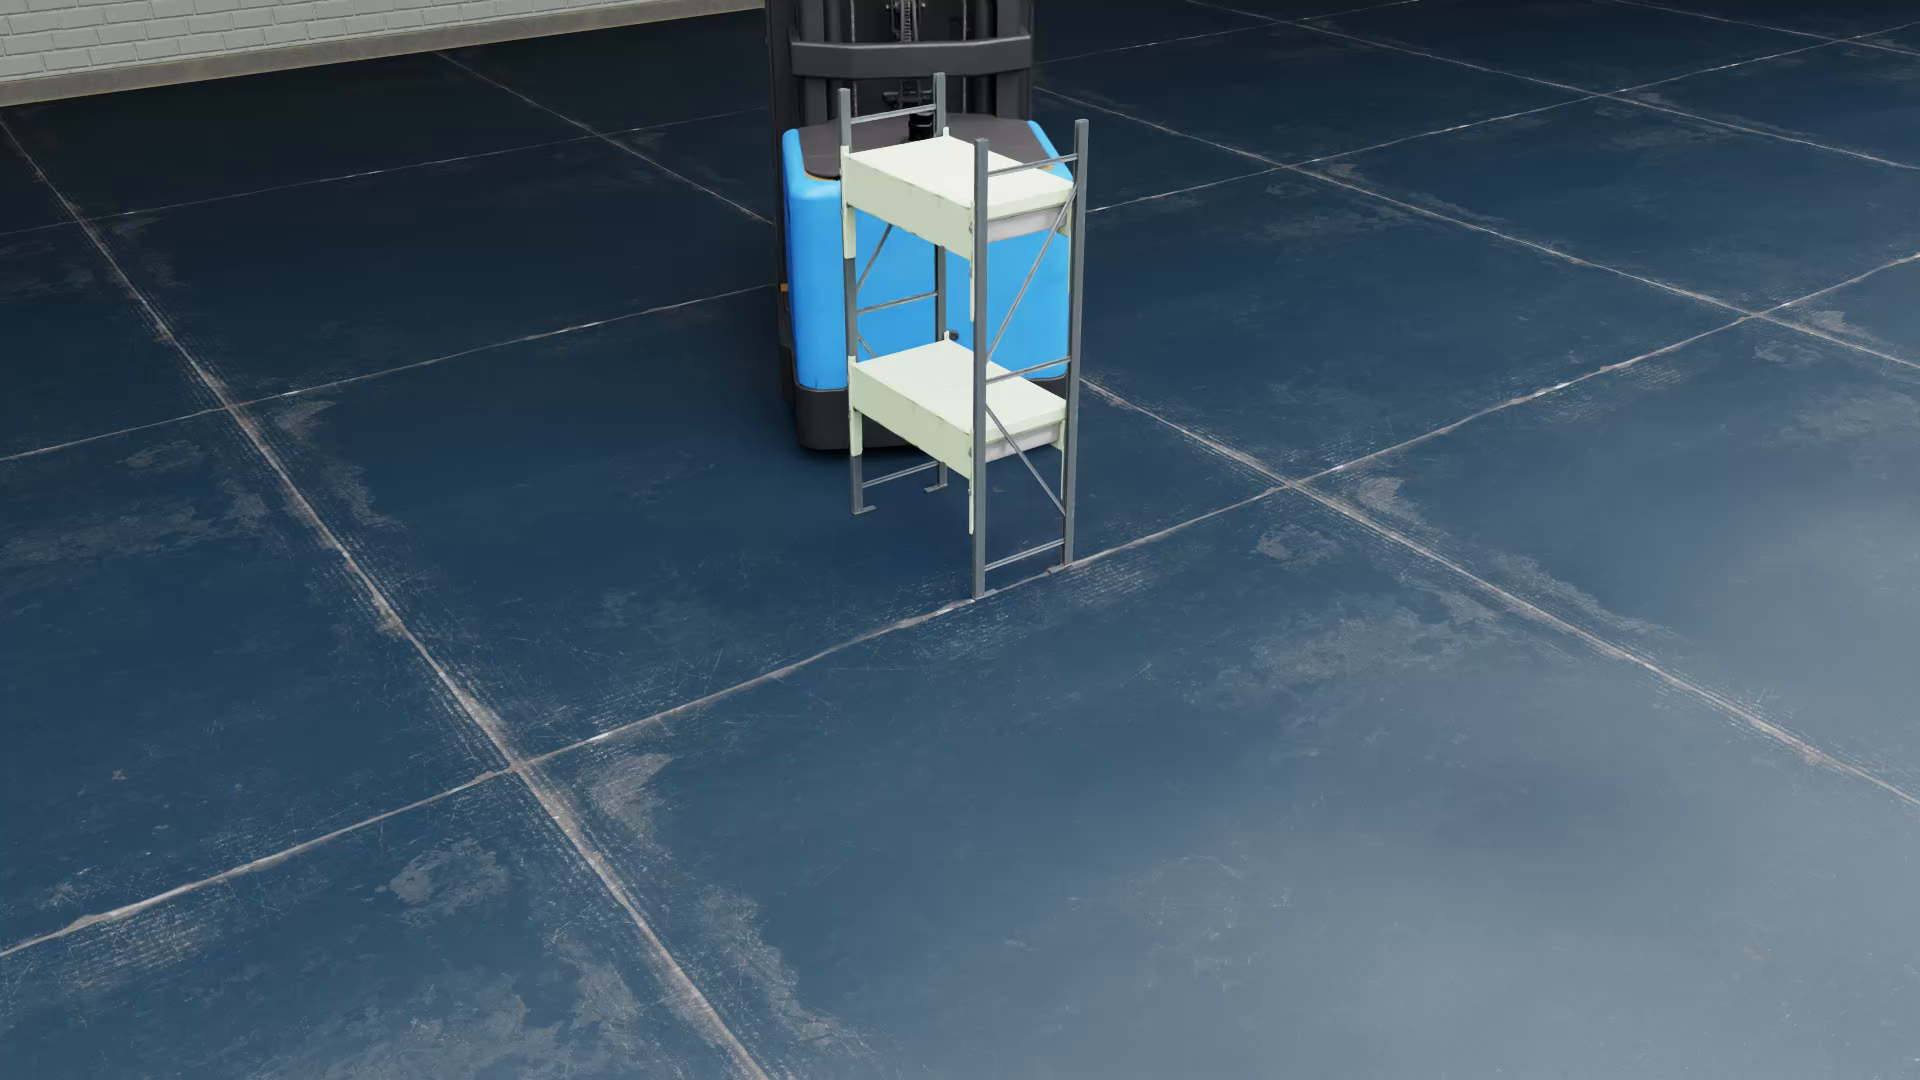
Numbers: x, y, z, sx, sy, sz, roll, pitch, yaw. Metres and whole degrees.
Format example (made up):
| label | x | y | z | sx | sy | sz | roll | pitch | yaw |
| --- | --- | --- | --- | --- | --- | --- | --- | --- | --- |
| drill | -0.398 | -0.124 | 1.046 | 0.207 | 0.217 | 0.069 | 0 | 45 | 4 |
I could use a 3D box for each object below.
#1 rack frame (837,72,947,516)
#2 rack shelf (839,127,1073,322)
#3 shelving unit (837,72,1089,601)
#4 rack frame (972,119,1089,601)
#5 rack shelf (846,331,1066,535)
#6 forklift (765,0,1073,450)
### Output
| label | x | y | z | sx | sy | sz | roll | pitch | yaw |
| --- | --- | --- | --- | --- | --- | --- | --- | --- | --- |
| rack frame | -0.216 | -0.804 | 5.659 | 0.400 | 1.500 | 0.023 | -19 | 34 | -31 |
| rack shelf | -0.004 | -1.005 | 5.211 | 0.431 | 0.370 | 0.720 | -19 | 34 | -31 |
| shelving unit | -0.004 | -0.662 | 5.397 | 0.431 | 1.500 | 0.755 | -19 | 34 | -31 |
| rack frame | 0.208 | -0.519 | 5.135 | 0.400 | 1.500 | 0.023 | -19 | 34 | -31 |
| rack shelf | -0.004 | -0.375 | 5.552 | 0.431 | 0.370 | 0.720 | -19 | 34 | -31 |
| forklift | -0.276 | -2.304 | 6.922 | 1.130 | 2.935 | 3.031 | -4 | 29 | -6 |
